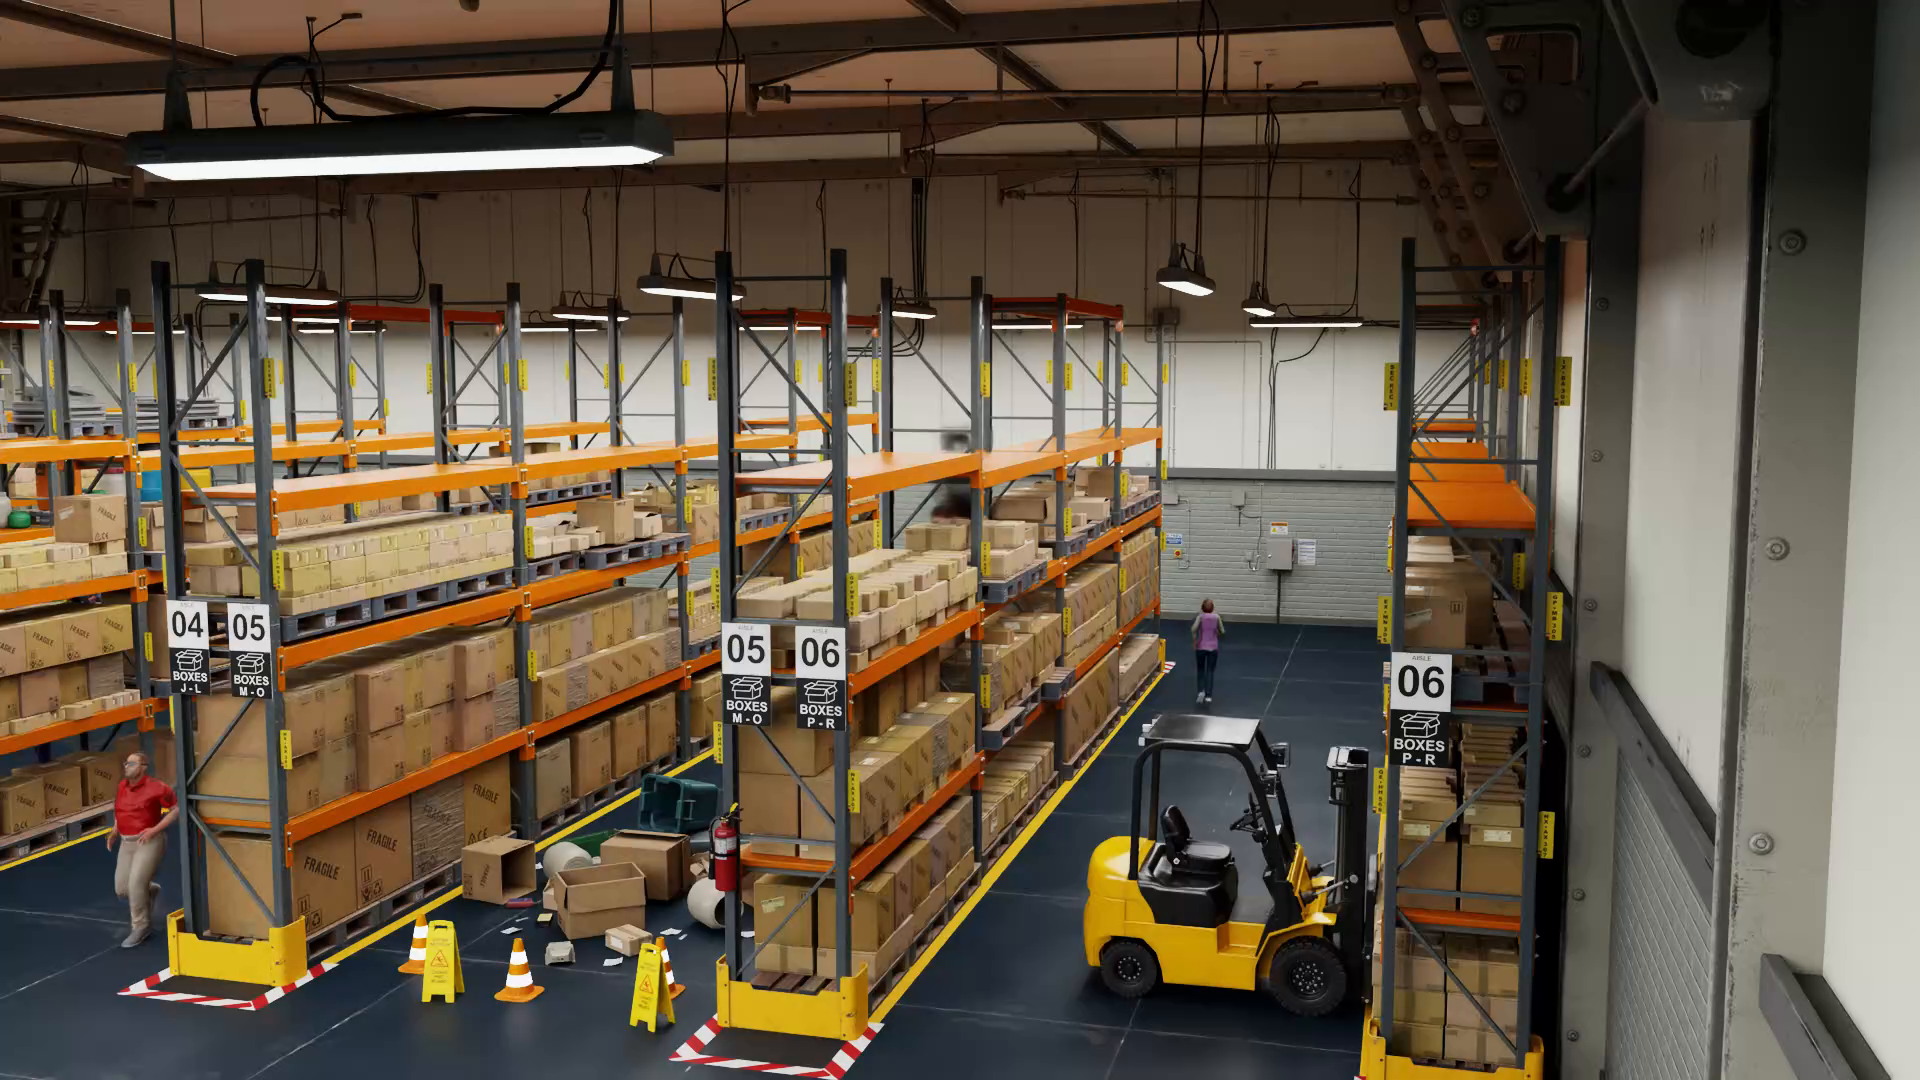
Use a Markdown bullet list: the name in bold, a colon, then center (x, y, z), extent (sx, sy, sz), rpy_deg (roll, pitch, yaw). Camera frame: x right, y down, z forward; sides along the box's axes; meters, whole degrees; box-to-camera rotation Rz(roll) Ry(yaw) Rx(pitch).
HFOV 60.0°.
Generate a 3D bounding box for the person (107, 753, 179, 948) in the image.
- **person**: center (-7.368, 2.756, 15.013), extent (0.648, 1.696, 0.675), rpy_deg (1, 6, 13)

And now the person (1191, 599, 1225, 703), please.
- **person**: center (3.770, 1.709, 25.311), extent (0.526, 1.641, 0.707), rpy_deg (1, 6, 8)

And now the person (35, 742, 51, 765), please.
- **person**: center (-11.776, 2.130, 21.249), extent (0.607, 1.593, 0.551), rpy_deg (0, 6, 1)
